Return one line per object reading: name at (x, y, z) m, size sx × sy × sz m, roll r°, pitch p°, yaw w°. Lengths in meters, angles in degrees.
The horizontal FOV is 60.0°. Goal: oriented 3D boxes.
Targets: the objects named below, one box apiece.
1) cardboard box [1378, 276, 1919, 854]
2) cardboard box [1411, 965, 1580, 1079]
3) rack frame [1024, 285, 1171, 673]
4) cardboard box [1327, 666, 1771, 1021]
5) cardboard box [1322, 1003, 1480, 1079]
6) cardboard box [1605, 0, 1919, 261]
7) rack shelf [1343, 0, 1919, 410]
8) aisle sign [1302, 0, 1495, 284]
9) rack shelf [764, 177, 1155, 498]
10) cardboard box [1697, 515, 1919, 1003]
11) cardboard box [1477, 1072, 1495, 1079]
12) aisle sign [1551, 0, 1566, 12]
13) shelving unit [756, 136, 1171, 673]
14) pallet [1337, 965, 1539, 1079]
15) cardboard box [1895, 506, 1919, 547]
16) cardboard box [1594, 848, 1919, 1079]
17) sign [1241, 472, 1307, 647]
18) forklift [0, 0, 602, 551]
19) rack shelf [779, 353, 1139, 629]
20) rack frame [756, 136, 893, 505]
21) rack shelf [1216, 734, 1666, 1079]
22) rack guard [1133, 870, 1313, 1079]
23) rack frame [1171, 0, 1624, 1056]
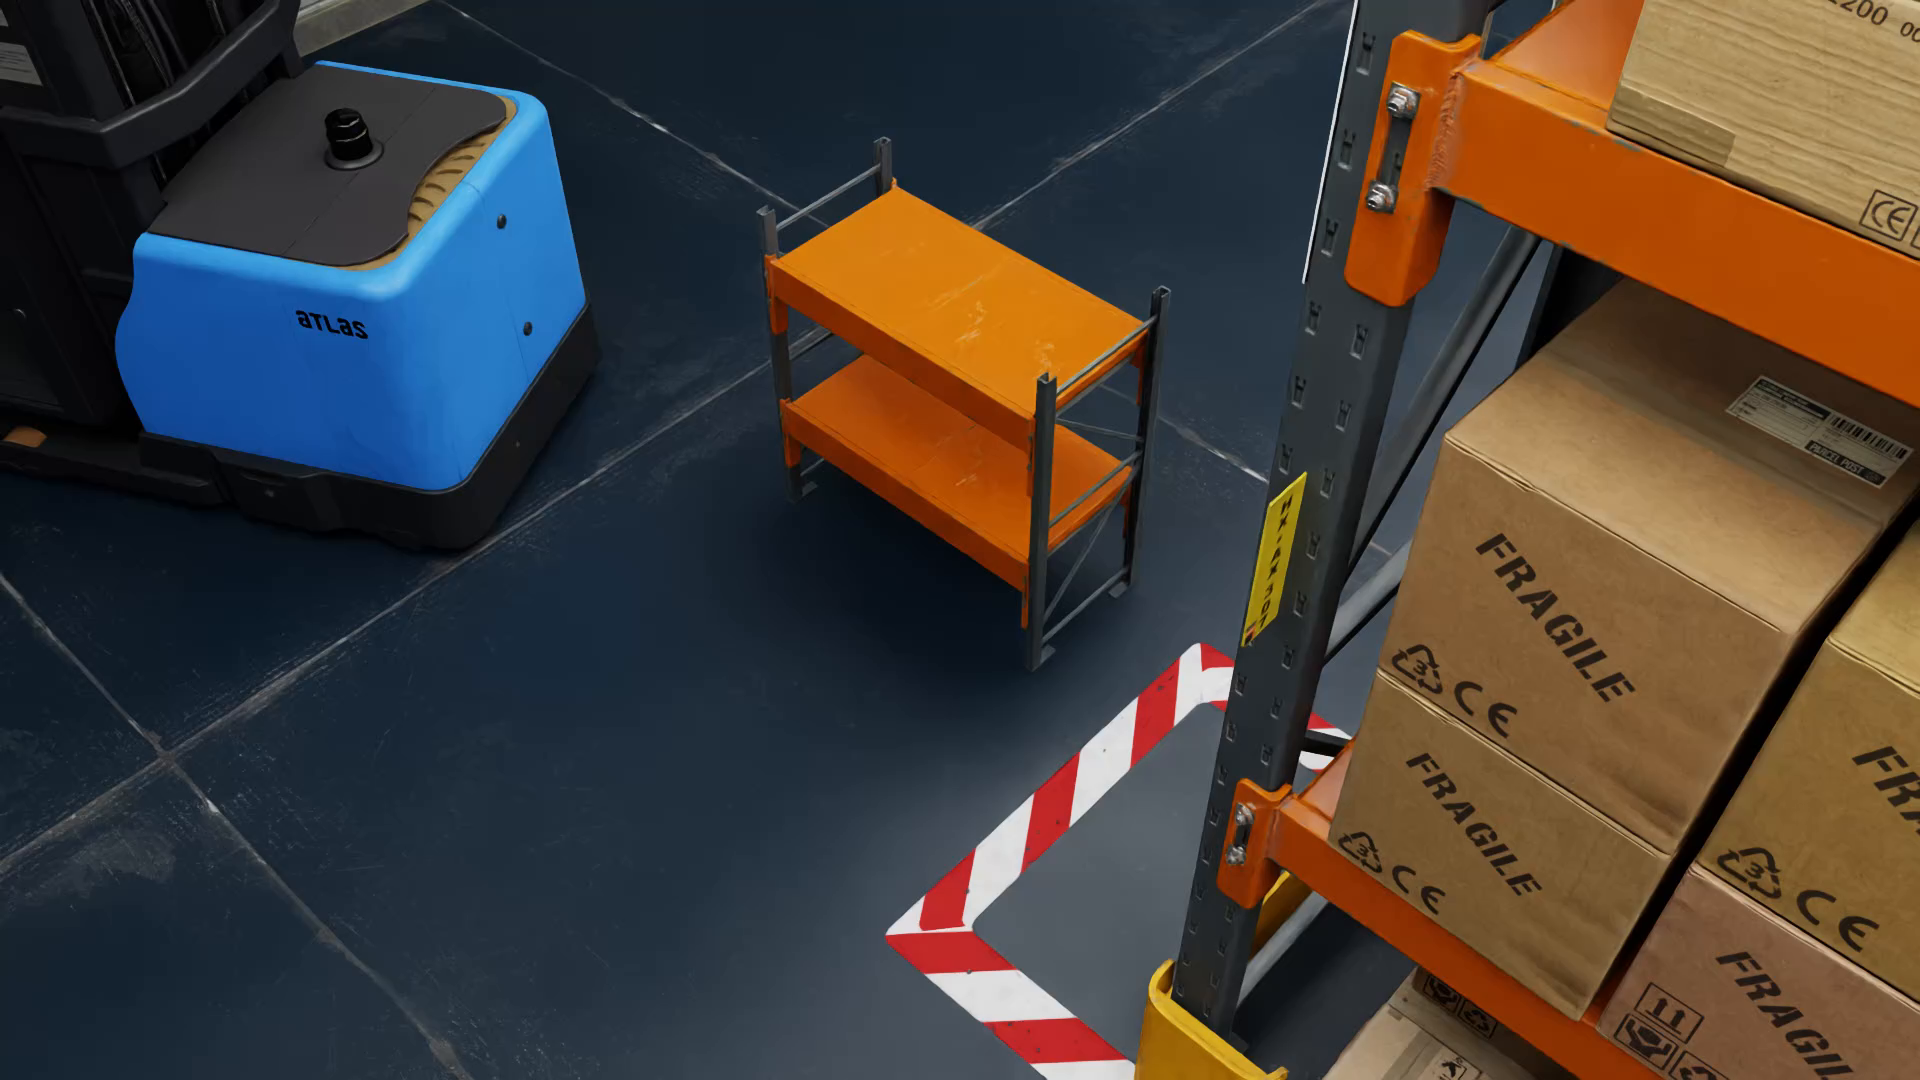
cardboard box at (1.000, 0.024, 2.416) m, size 0.500 × 0.500 × 0.500 m, roll 36°, pitch 56°, yaw 29°
cardboard box at (1.420, 0.881, 3.778) m, size 0.500 × 0.500 × 0.500 m, roll 34°, pitch 55°, yaw 28°
rack frame at (0.369, -0.137, 4.607) m, size 0.032 × 1.125 × 0.500 m, roll 34°, pitch 55°, yaw 28°
cardboard box at (1.000, 0.366, 2.780) m, size 0.500 × 0.500 × 0.500 m, roll 35°, pitch 56°, yaw 28°
cardboard box at (0.928, 1.256, 3.667) m, size 0.250 × 0.149 × 0.380 m, roll 34°, pitch 55°, yaw 28°
cardboard box at (1.058, -0.546, 1.750) m, size 0.500 × 0.250 × 0.500 m, roll 34°, pitch 55°, yaw 28°
rack shelf at (2.323, 0.248, 1.396) m, size 4.000 × 0.370 × 1.077 m, roll 34°, pitch 55°, yaw 28°
aisle sign at (0.604, -0.727, 2.092) m, size 0.004 × 0.787 × 0.394 m, roll 34°, pitch 55°, yaw 28°
rack shelf at (-0.005, -0.589, 4.630) m, size 1.000 × 0.278 × 0.538 m, roll 34°, pitch 55°, yaw 28°
cardboard box at (1.390, 0.278, 2.177) m, size 0.500 × 0.500 × 0.500 m, roll 35°, pitch 56°, yaw 28°
cardboard box at (1.111, 1.374, 3.544) m, size 0.250 × 0.166 × 0.380 m, roll 34°, pitch 55°, yaw 28°
aisle sign at (1.011, -1.048, 2.393) m, size 0.004 × 0.787 × 0.394 m, roll 34°, pitch 55°, yaw 28°
shelving unit at (-0.005, -0.388, 4.843) m, size 1.048 × 1.125 × 0.538 m, roll 34°, pitch 55°, yaw 28°
pallet at (1.495, 1.425, 3.767) m, size 1.213 × 0.211 × 1.003 m, roll 34°, pitch 55°, yaw 28°
cardboard box at (1.738, -0.015, 2.452) m, size 0.500 × 0.500 × 0.500 m, roll 35°, pitch 56°, yaw 29°
cardboard box at (1.383, 0.618, 2.543) m, size 0.500 × 0.500 × 0.500 m, roll 33°, pitch 55°, yaw 27°
sign at (0.485, 0.034, 2.567) m, size 0.005 × 0.325 × 0.100 m, roll 34°, pitch 55°, yaw 28°
forklift at (-2.815, -1.572, 4.715) m, size 3.031 × 2.935 × 1.130 m, roll 11°, pitch 48°, yaw 11°
rack shelf at (-0.005, -0.221, 5.021) m, size 1.000 × 0.278 × 0.538 m, roll 34°, pitch 55°, yaw 28°
rack frame at (-0.379, -0.640, 5.079) m, size 0.032 × 1.125 × 0.500 m, roll 34°, pitch 55°, yaw 28°
rack shelf at (2.323, 1.275, 2.489) m, size 4.000 × 0.370 × 1.077 m, roll 34°, pitch 55°, yaw 28°
rack guard at (0.909, 0.933, 4.031) m, size 0.348 × 0.500 × 1.175 m, roll 34°, pitch 55°, yaw 28°
rack frame at (0.853, 0.040, 3.155) m, size 0.127 × 3.000 × 1.000 m, roll 34°, pitch 55°, yaw 28°
